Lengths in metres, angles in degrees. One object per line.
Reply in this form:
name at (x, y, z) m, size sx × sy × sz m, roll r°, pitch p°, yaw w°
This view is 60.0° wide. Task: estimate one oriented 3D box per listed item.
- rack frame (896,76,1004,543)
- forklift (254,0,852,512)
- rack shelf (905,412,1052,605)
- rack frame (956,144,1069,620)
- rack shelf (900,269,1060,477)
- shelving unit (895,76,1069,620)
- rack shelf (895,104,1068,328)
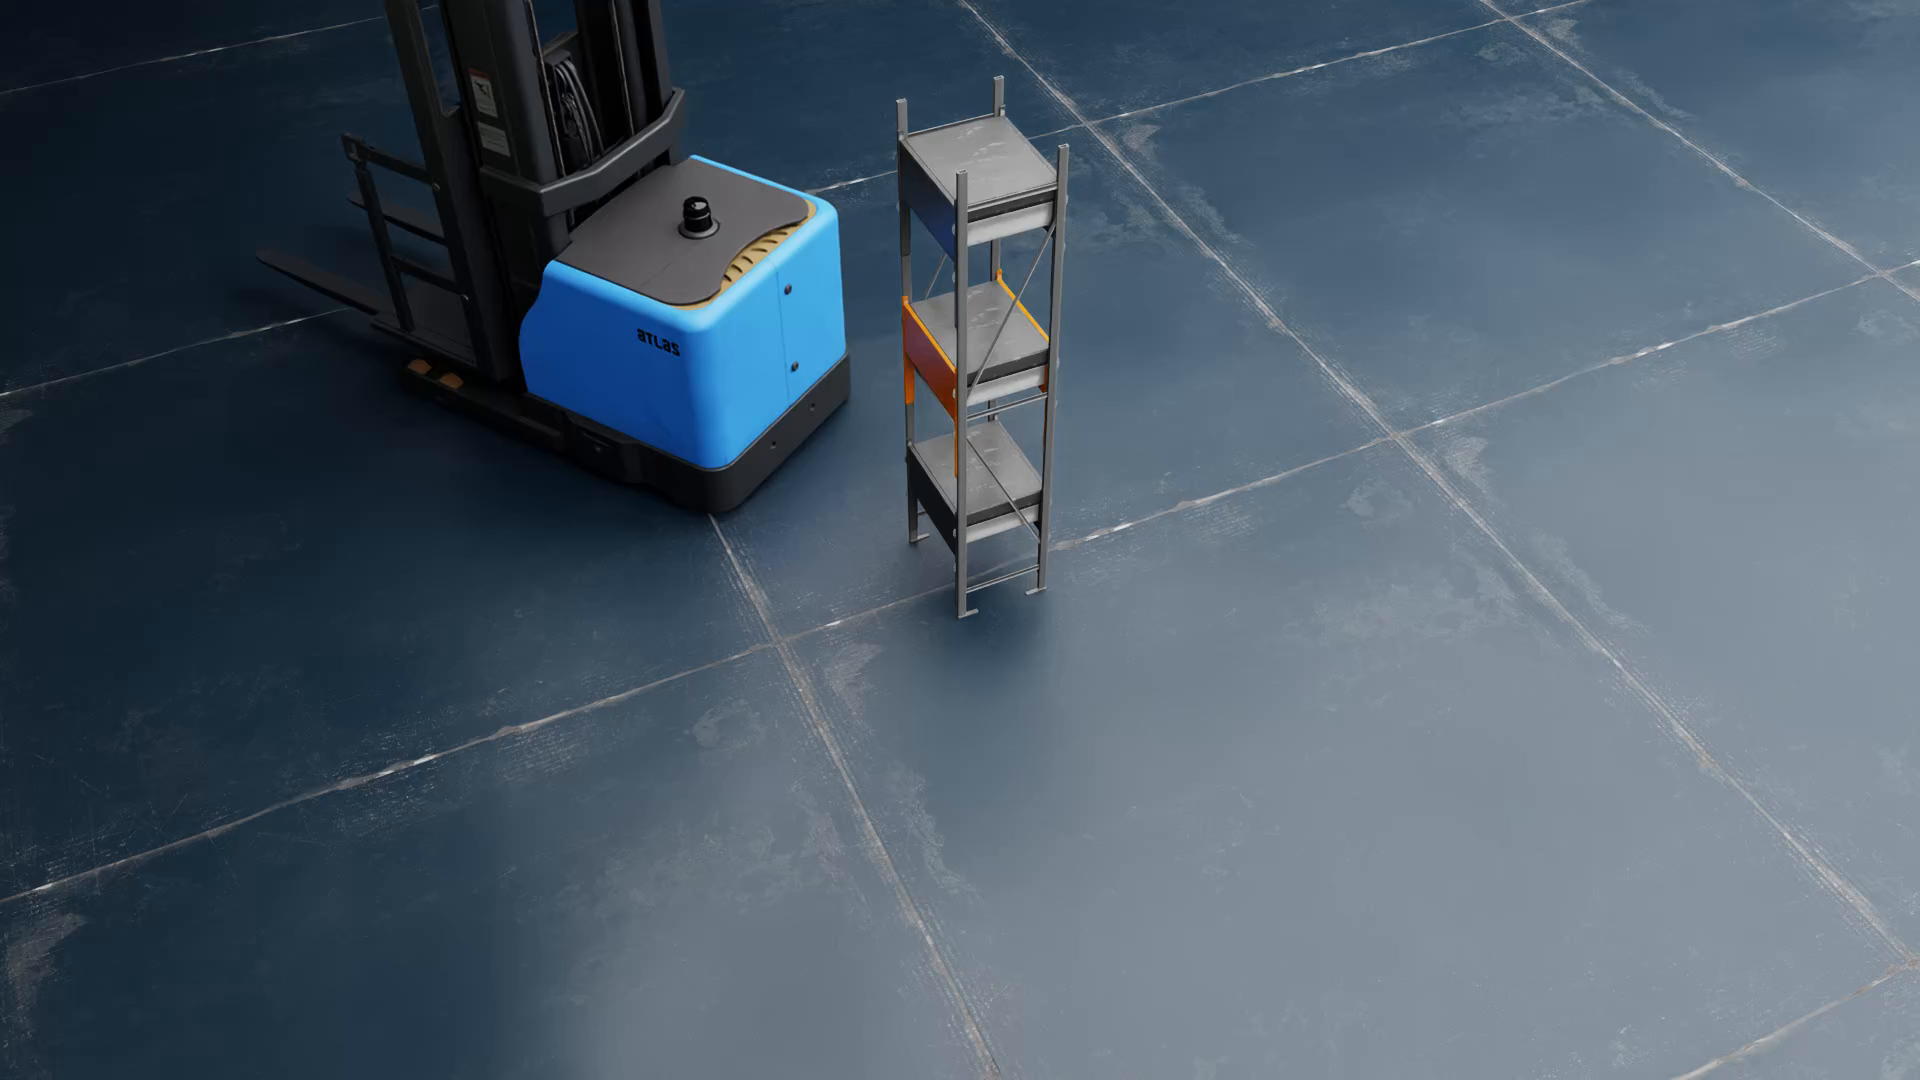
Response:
rack frame at (-0.033, -0.797, 6.432) m, size 0.400 × 2.100 × 0.015 m, roll -18°, pitch 47°, yaw -17°
forklift at (-2.031, -1.949, 7.007) m, size 3.031 × 2.935 × 1.130 m, roll 23°, pitch 49°, yaw 22°
rack shelf at (0.070, -0.134, 6.776) m, size 0.431 × 0.518 × 0.480 m, roll -18°, pitch 47°, yaw -17°
rack frame at (0.172, -0.486, 6.117) m, size 0.400 × 2.100 × 0.015 m, roll -18°, pitch 47°, yaw -17°
rack shelf at (0.070, -0.632, 6.284) m, size 0.431 × 0.518 × 0.480 m, roll -18°, pitch 47°, yaw -17°
shelving unit at (0.070, -0.642, 6.274) m, size 0.431 × 2.100 × 0.503 m, roll -18°, pitch 47°, yaw -17°
rack shelf at (0.070, -1.130, 5.792) m, size 0.431 × 0.518 × 0.480 m, roll -18°, pitch 47°, yaw -17°
